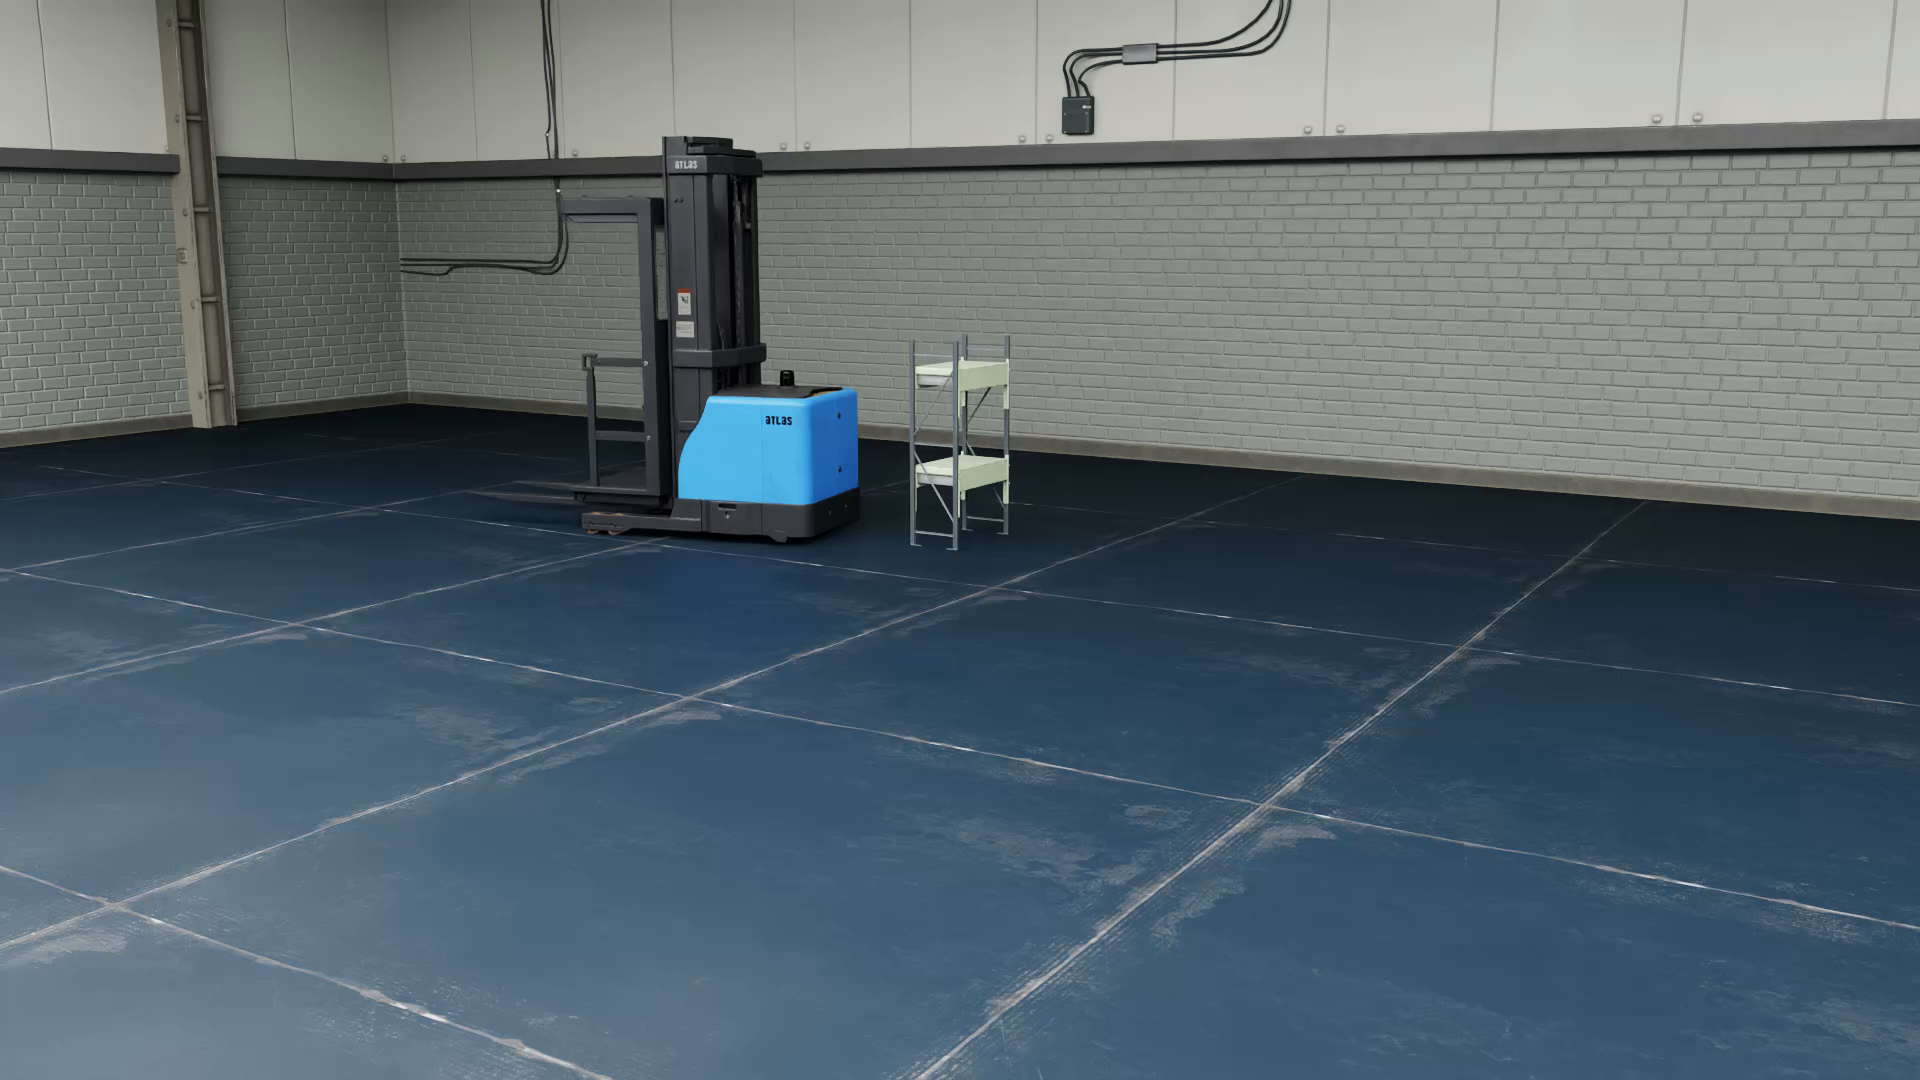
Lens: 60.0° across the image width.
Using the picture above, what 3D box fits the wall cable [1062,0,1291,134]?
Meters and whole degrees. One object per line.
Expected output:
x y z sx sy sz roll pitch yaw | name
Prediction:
2.009 -6.864 15.337 2.305 6.003 0.169 6 12 31 | wall cable

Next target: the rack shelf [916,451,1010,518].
0.003 -0.418 12.296 0.431 0.370 0.720 6 12 31 | rack shelf

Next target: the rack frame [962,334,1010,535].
0.193 -0.796 12.544 0.400 1.500 0.023 6 12 31 | rack frame

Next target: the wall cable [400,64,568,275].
-6.096 -4.576 20.794 3.097 2.526 0.112 6 12 31 | wall cable

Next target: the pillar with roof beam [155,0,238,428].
-5.077 -5.354 16.511 9.100 9.000 0.400 6 12 31 | pillar with roof beam

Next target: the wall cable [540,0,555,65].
-3.784 -6.800 18.949 3.097 2.526 0.112 6 12 31 | wall cable

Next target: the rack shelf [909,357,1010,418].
0.003 -1.122 12.164 0.431 0.370 0.720 6 12 31 | rack shelf

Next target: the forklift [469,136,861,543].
-2.348 -1.562 12.749 3.031 2.935 1.130 4 11 19 | forklift

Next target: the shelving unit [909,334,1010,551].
0.003 -0.738 12.236 0.431 1.500 0.755 6 12 31 | shelving unit

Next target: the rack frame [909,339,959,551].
-0.187 -0.681 11.929 0.400 1.500 0.023 6 12 31 | rack frame
